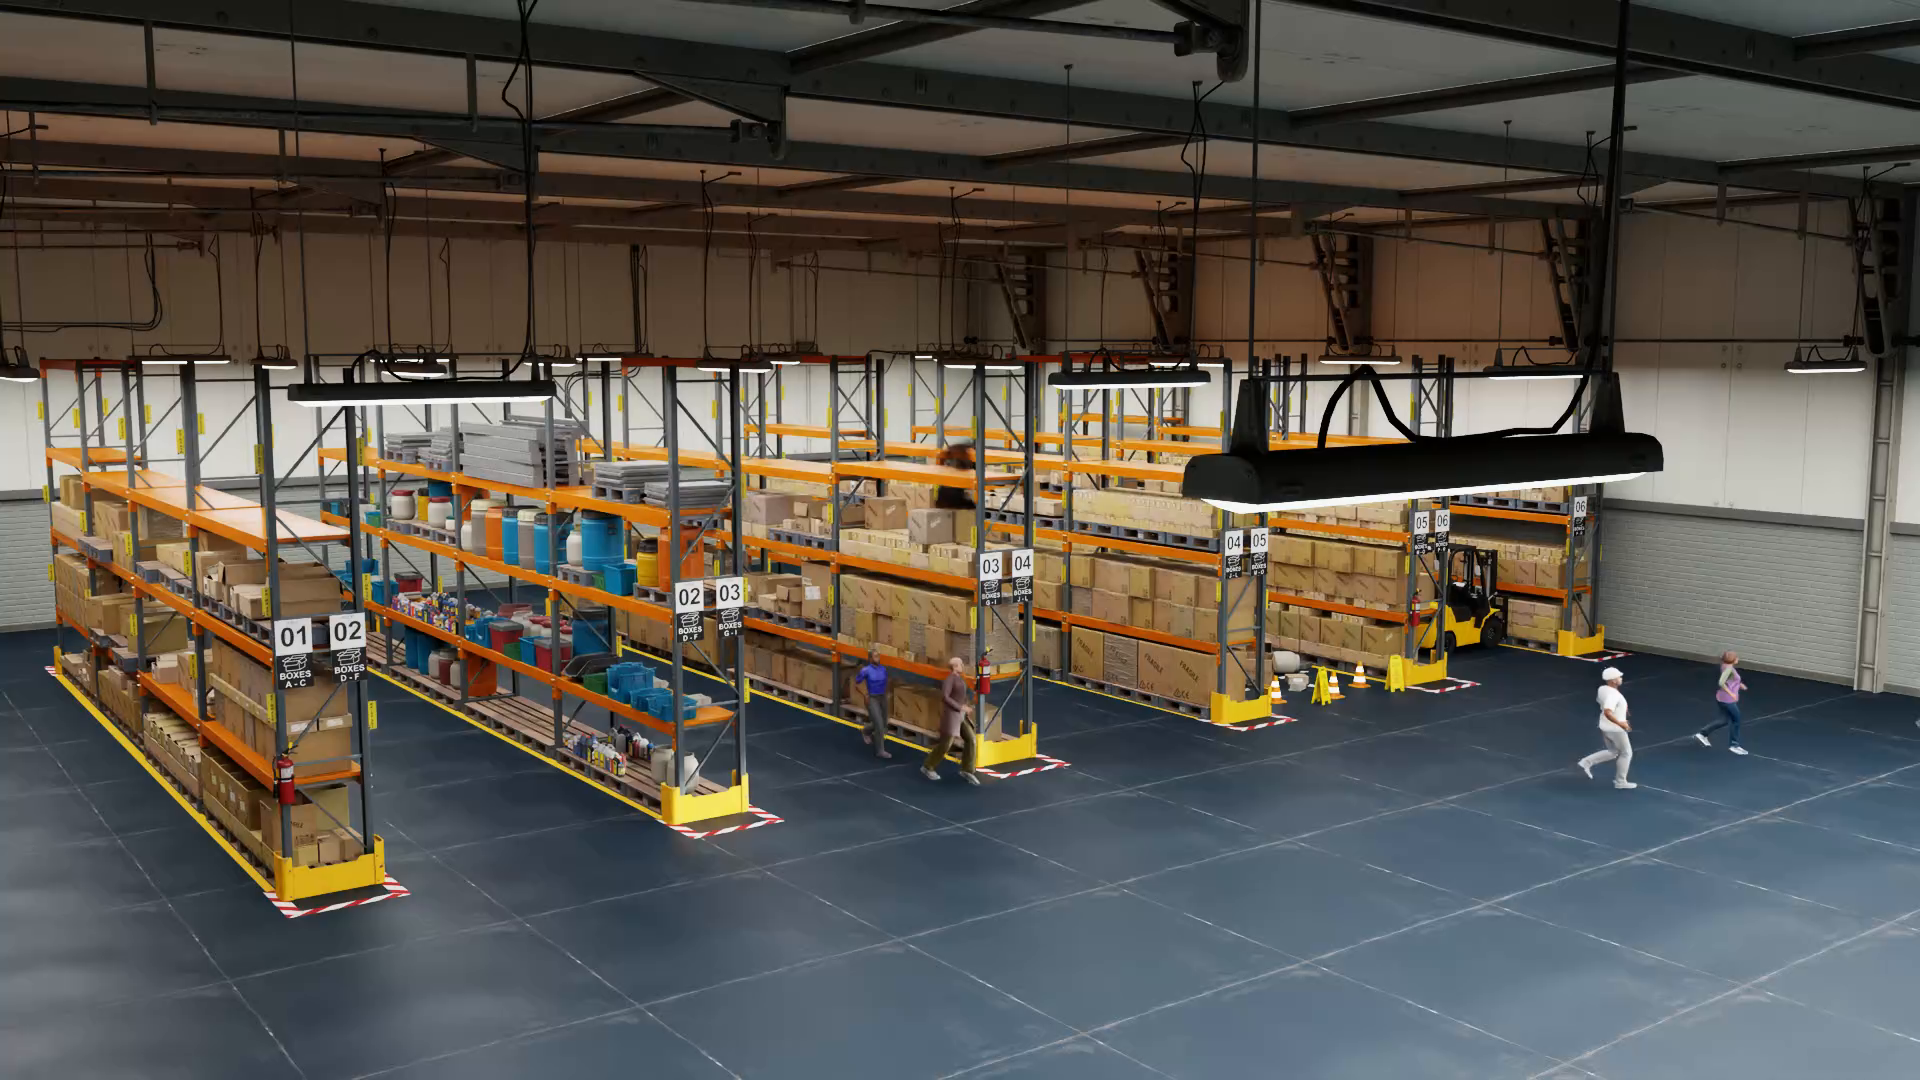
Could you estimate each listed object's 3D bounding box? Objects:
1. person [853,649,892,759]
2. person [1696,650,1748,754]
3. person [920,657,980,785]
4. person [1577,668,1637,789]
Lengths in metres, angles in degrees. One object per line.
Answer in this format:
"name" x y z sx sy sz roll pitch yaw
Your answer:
"person" -1.315 2.475 25.423 0.588 1.623 0.834 -6 9 -41
"person" 11.740 2.482 25.528 0.752 1.606 0.539 1 7 12
"person" -0.070 2.634 23.989 0.885 1.723 0.764 3 7 23
"person" 9.191 2.659 23.499 0.795 1.732 0.711 1 7 5
